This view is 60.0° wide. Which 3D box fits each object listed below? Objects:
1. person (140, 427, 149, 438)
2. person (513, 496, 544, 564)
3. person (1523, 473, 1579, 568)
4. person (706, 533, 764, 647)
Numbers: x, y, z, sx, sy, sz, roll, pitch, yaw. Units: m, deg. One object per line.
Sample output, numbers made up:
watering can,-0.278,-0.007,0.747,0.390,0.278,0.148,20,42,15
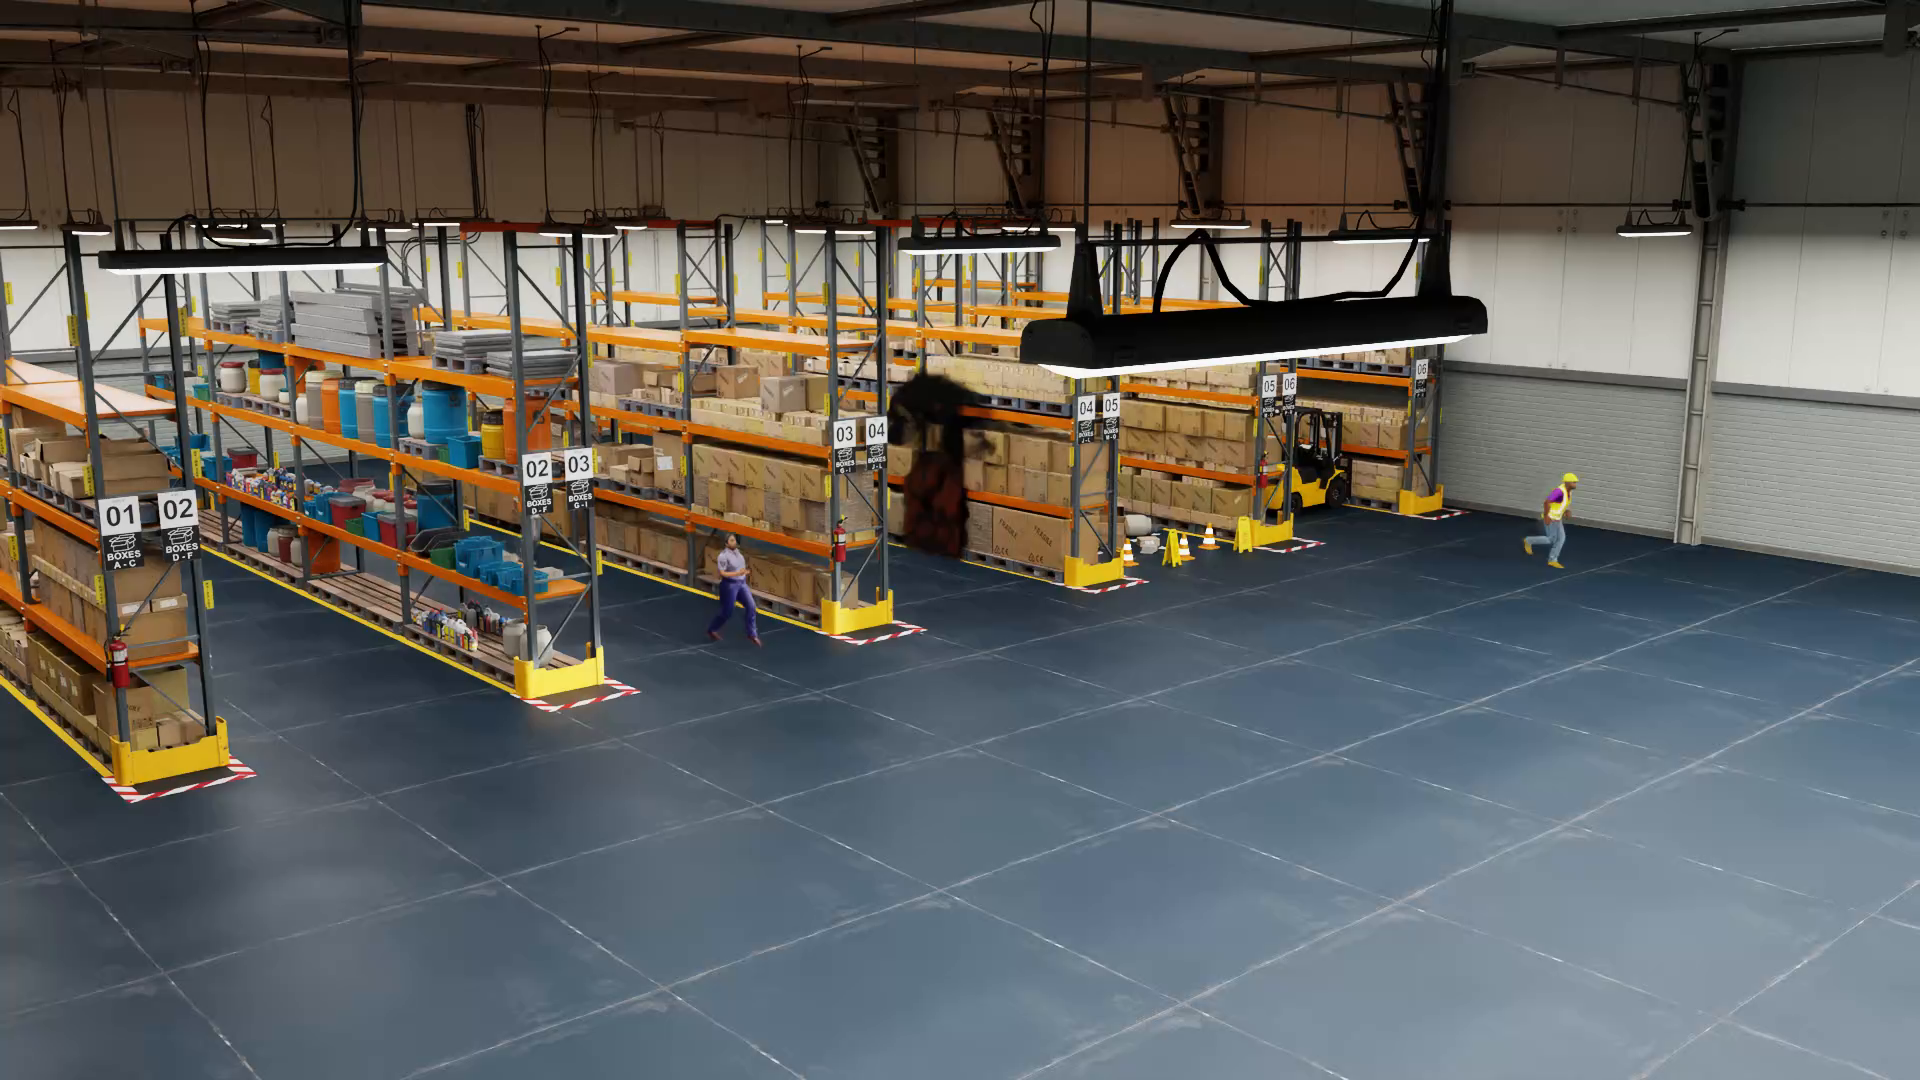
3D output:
person,-17.262,-1.590,35.505,0.593,1.686,0.659,-7,13,-30
person,-7.577,-0.389,29.569,0.561,1.667,0.573,-10,15,-40
person,10.487,-0.365,29.517,0.896,1.698,0.699,7,13,30
person,-3.290,0.727,24.216,0.883,1.662,0.607,7,13,31
